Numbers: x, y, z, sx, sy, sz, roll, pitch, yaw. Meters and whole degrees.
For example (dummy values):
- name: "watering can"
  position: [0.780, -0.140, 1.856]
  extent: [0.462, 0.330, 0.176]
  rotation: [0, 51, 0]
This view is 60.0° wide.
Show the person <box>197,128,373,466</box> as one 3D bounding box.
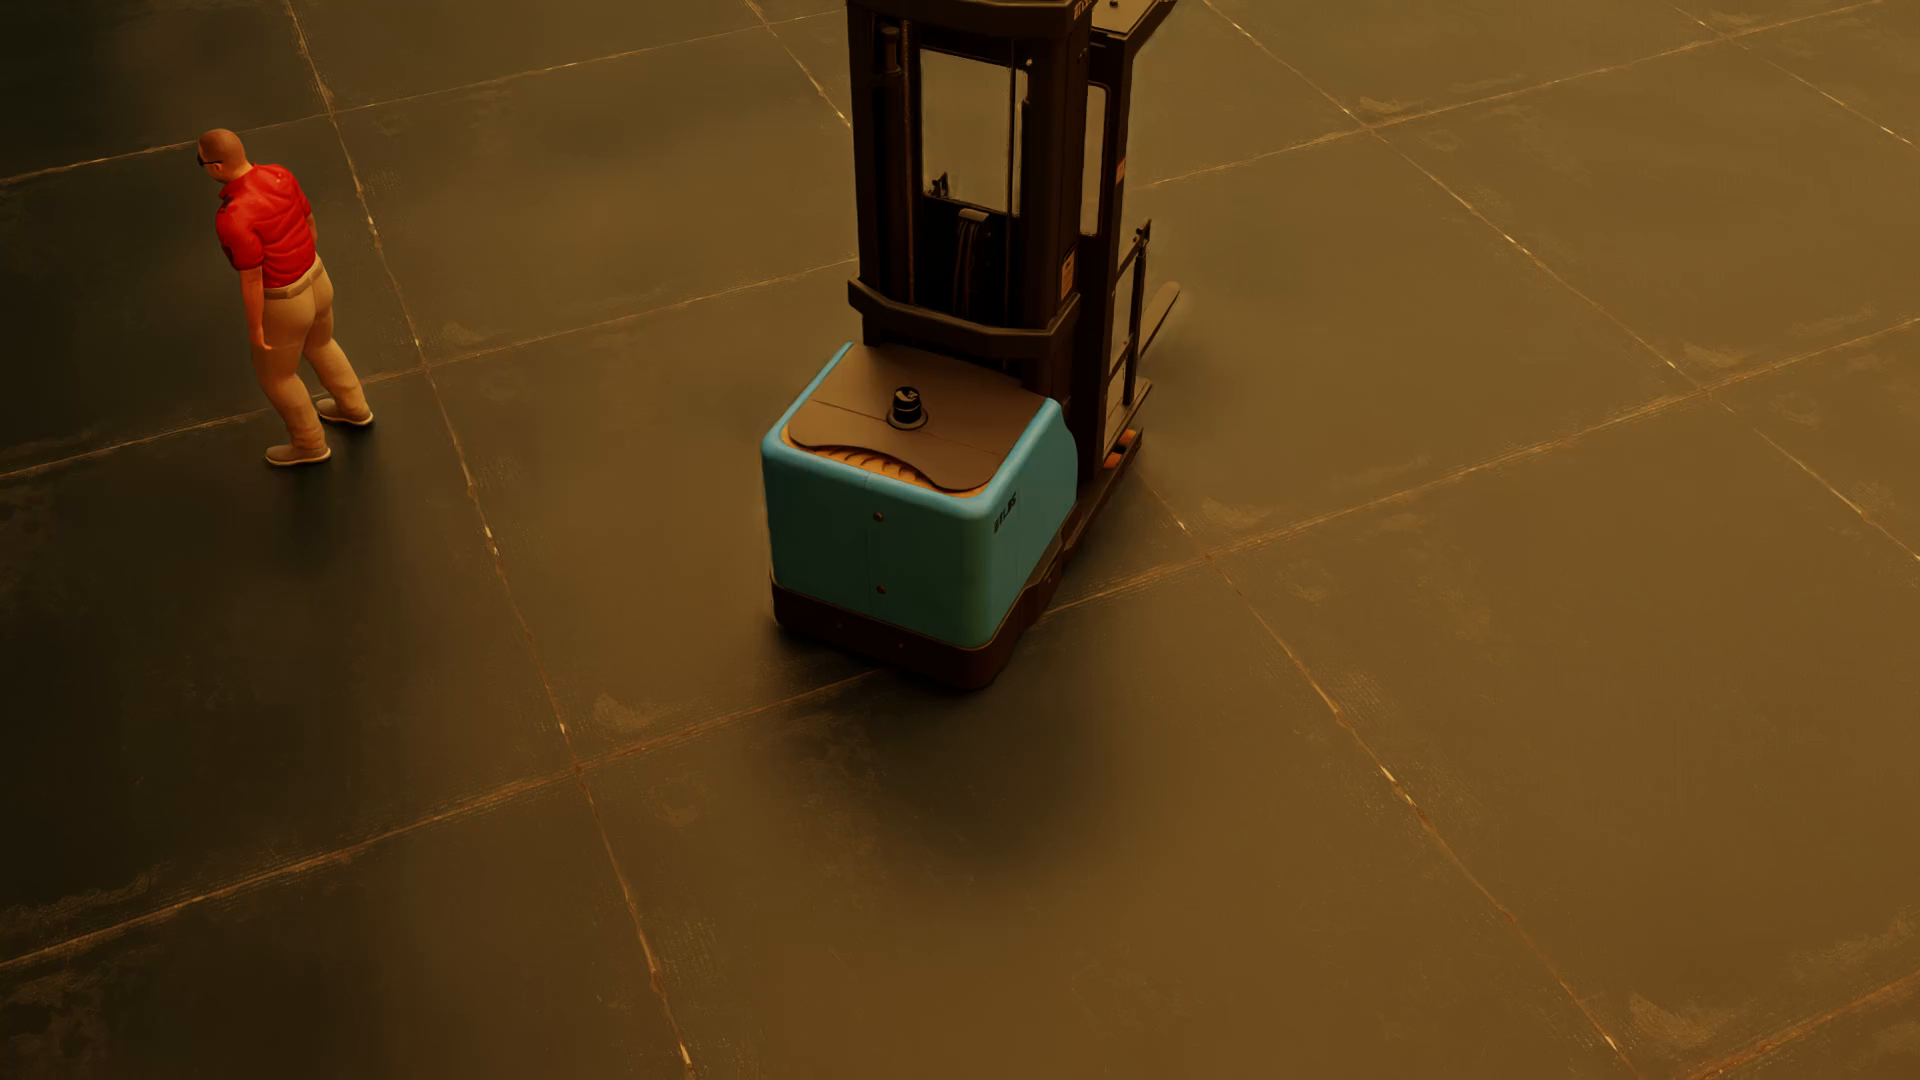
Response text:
- name: "person"
  position: [-3.197, -1.111, 7.831]
  extent: [0.422, 1.643, 0.594]
  rotation: [10, 44, 10]

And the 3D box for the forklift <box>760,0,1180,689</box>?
- name: "forklift"
  position: [0.252, -1.451, 7.235]
  extent: [1.130, 2.935, 3.031]
  rotation: [17, 46, 18]
